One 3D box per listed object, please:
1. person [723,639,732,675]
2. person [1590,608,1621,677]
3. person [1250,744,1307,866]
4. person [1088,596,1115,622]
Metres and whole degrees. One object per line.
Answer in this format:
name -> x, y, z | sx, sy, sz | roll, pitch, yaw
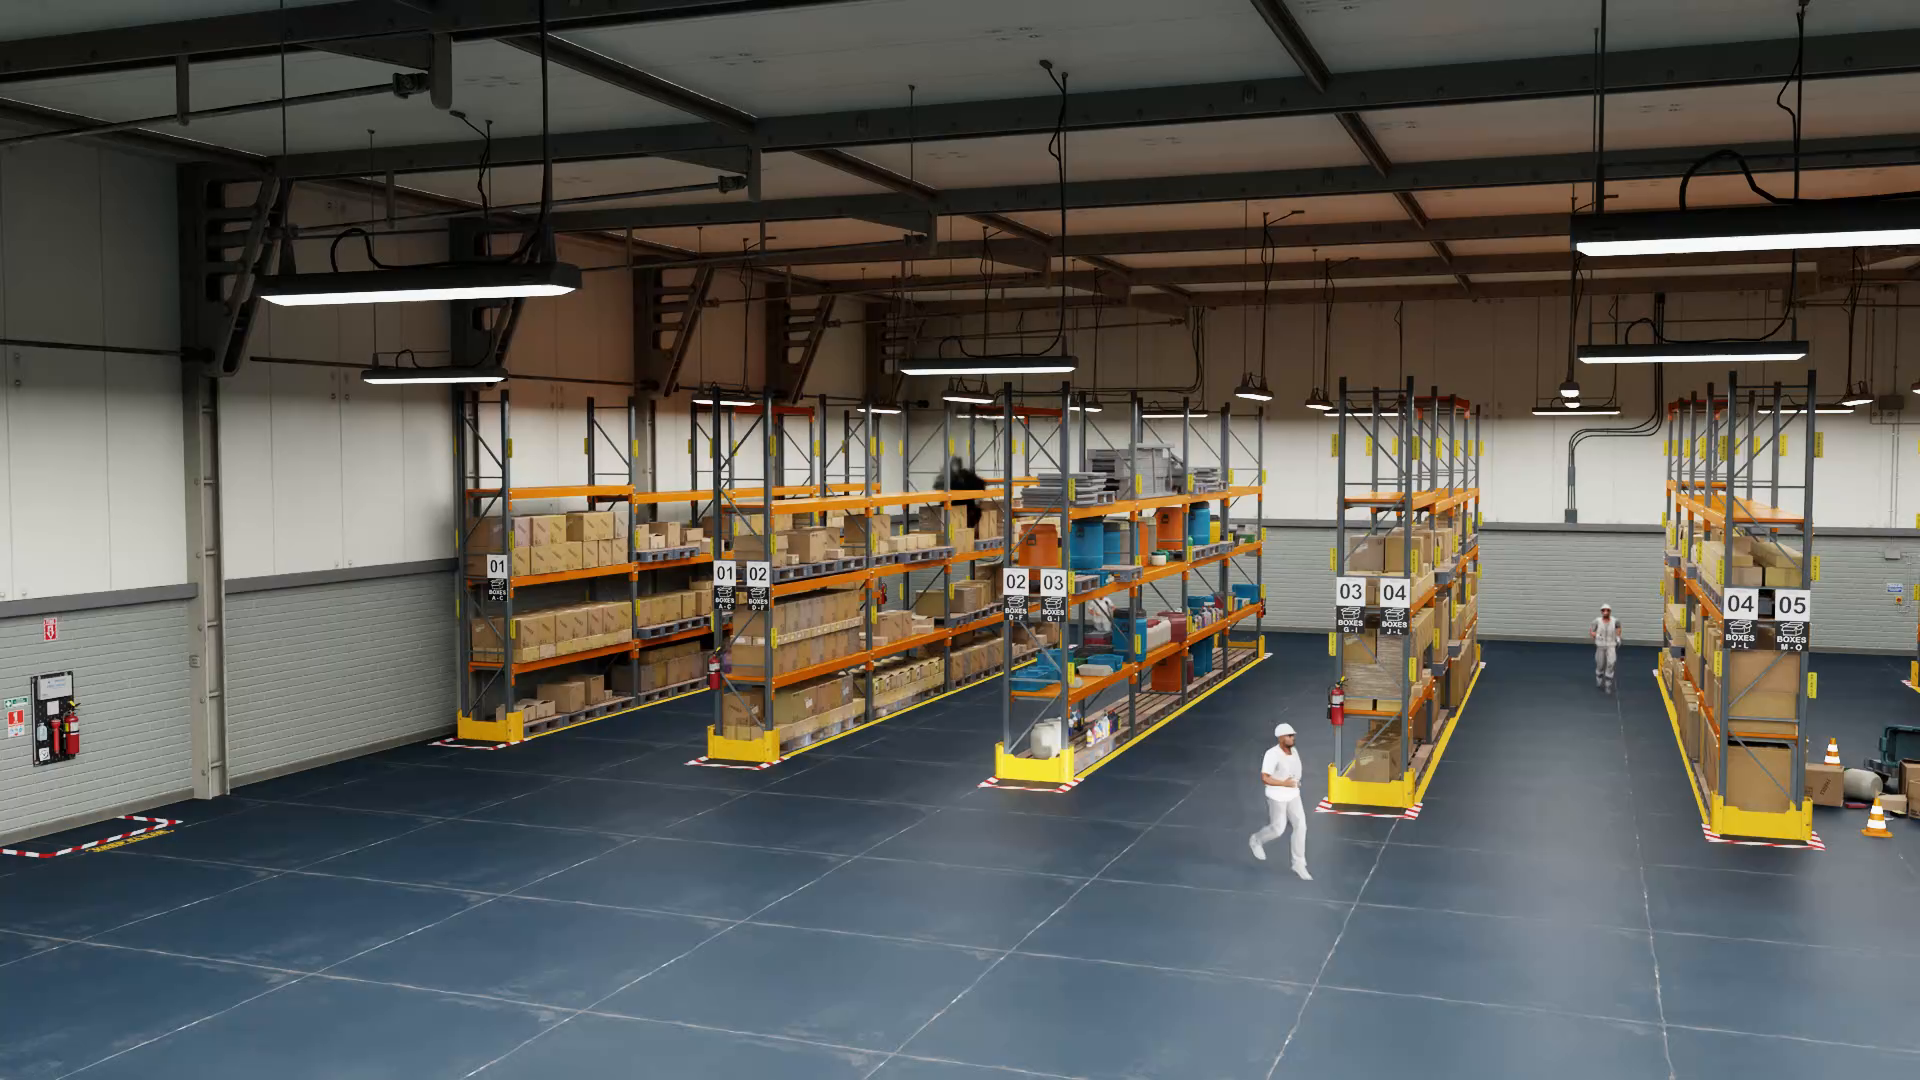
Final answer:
person -> -4.109, 2.564, 30.059 | 0.539, 1.596, 0.951 | 1, 3, 17
person -> 13.275, 2.086, 34.213 | 0.608, 1.452, 0.729 | 1, 3, 20
person -> 3.758, 3.106, 19.655 | 0.441, 1.418, 0.795 | -3, 4, -40
person -> 3.360, 2.015, 39.631 | 0.637, 1.719, 0.740 | 0, 3, 8
